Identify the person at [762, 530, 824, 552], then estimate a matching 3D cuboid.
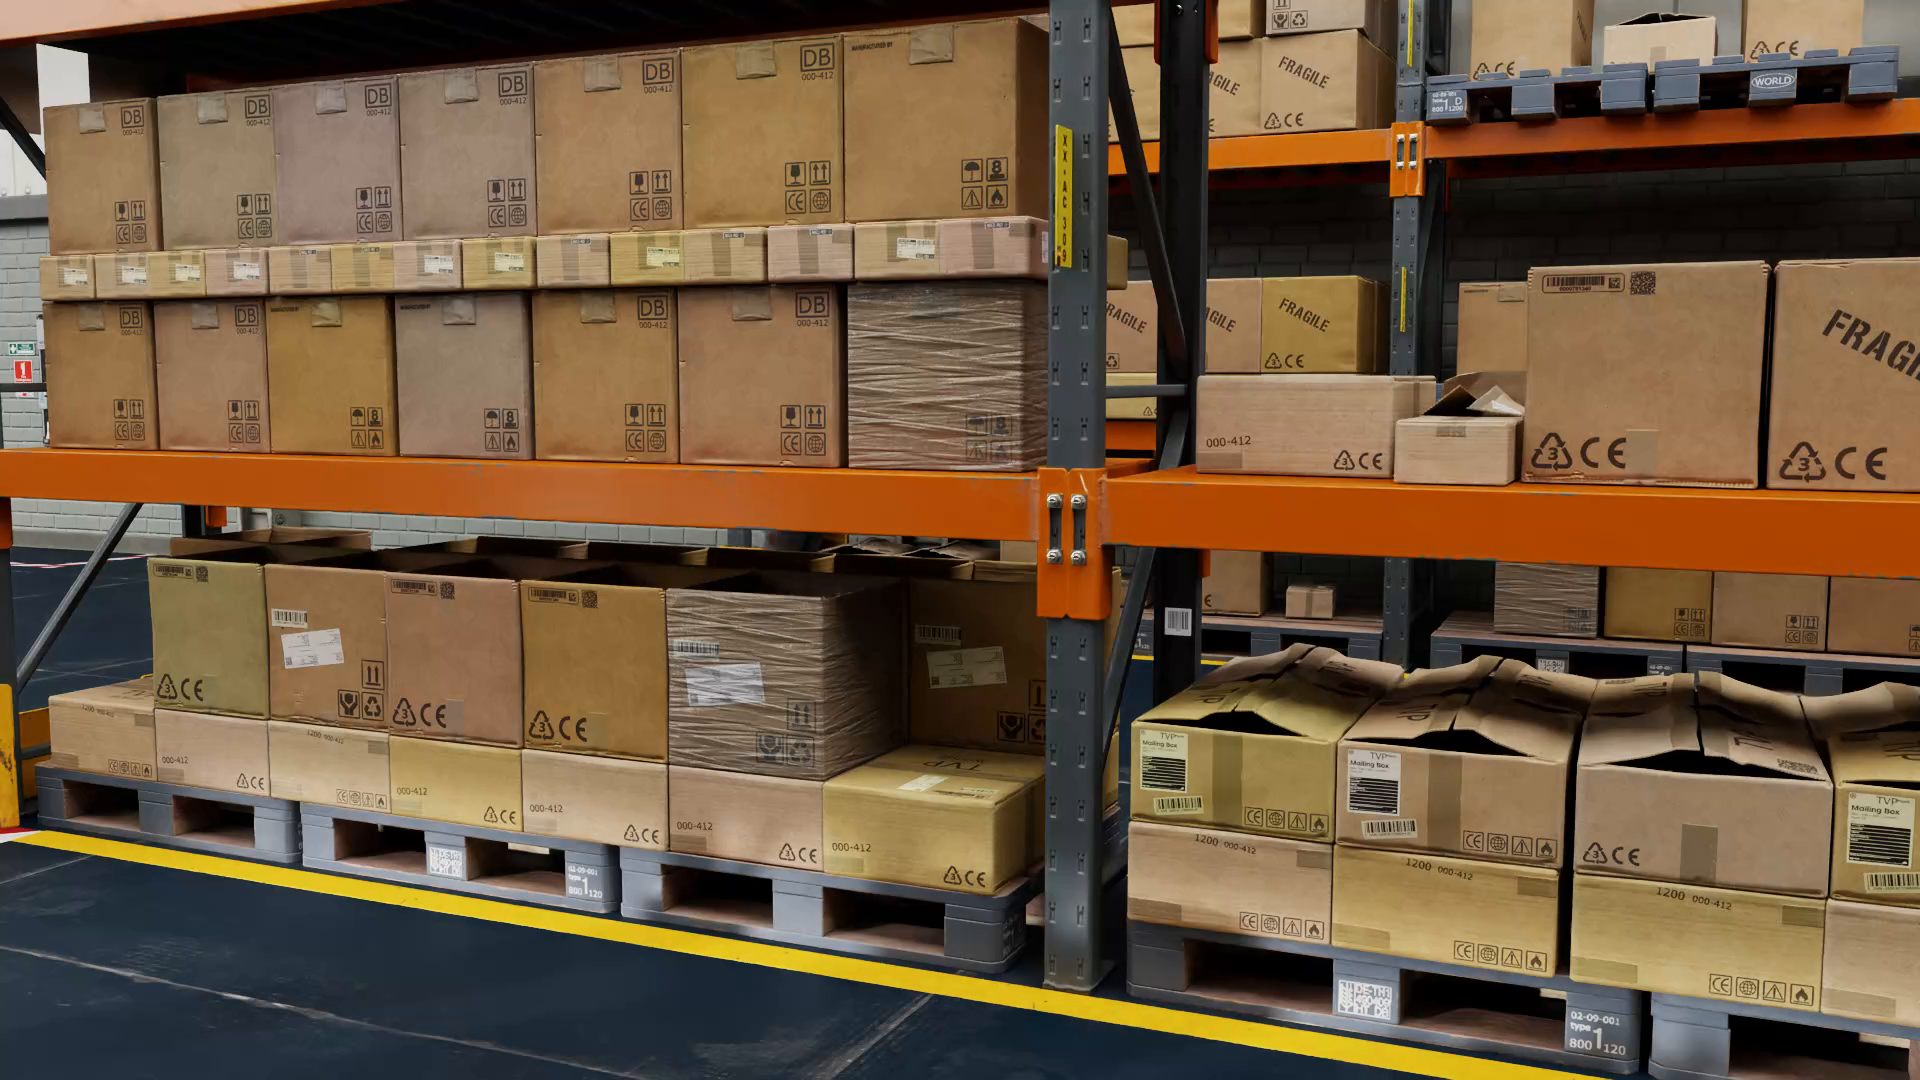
[{"bbox_3d":[-0.924,-0.162,9.058,0.795,1.599,0.524,4,7,34],"label":"person"}]
